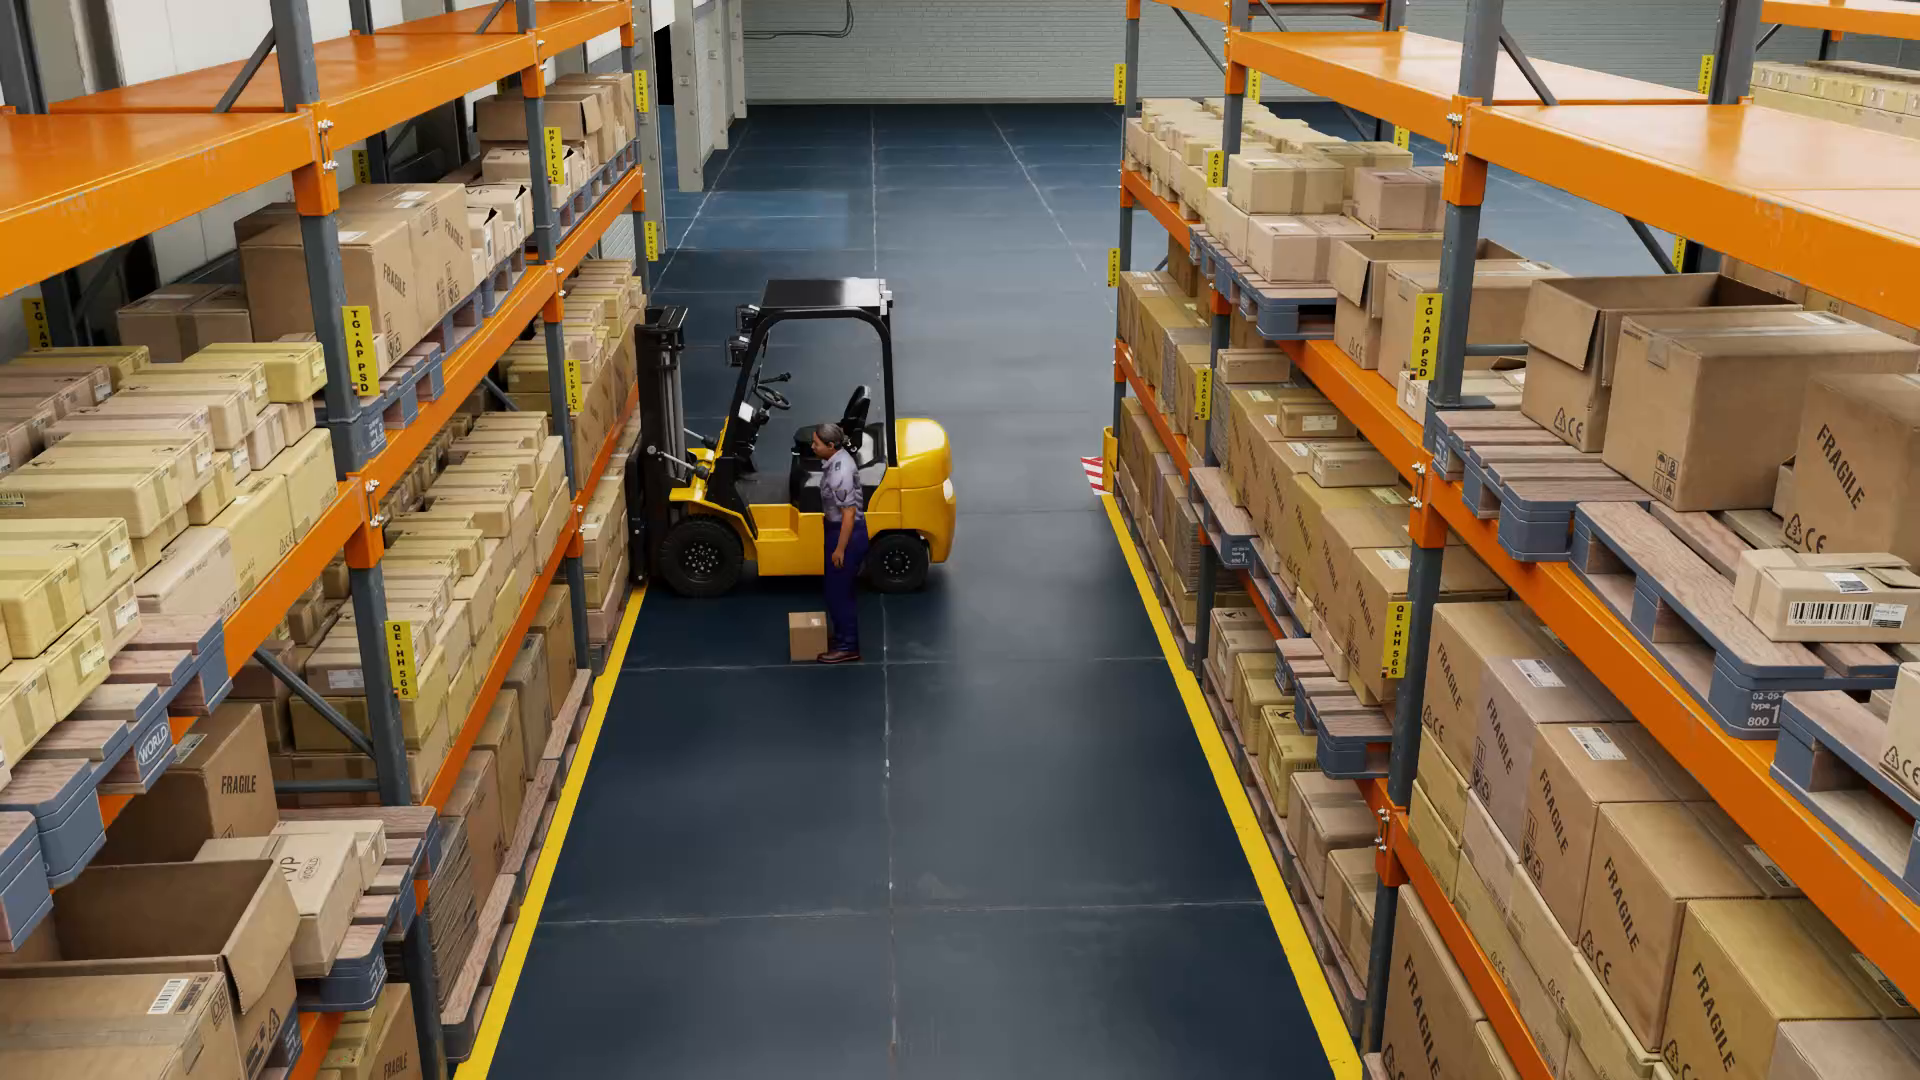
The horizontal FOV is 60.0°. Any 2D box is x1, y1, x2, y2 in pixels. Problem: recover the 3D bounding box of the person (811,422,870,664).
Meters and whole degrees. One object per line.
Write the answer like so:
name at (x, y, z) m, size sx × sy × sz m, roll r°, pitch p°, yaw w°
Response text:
person at (-0.799, -0.008, 11.112) m, size 0.376 × 1.651 × 0.561 m, roll -2°, pitch 21°, yaw -6°
